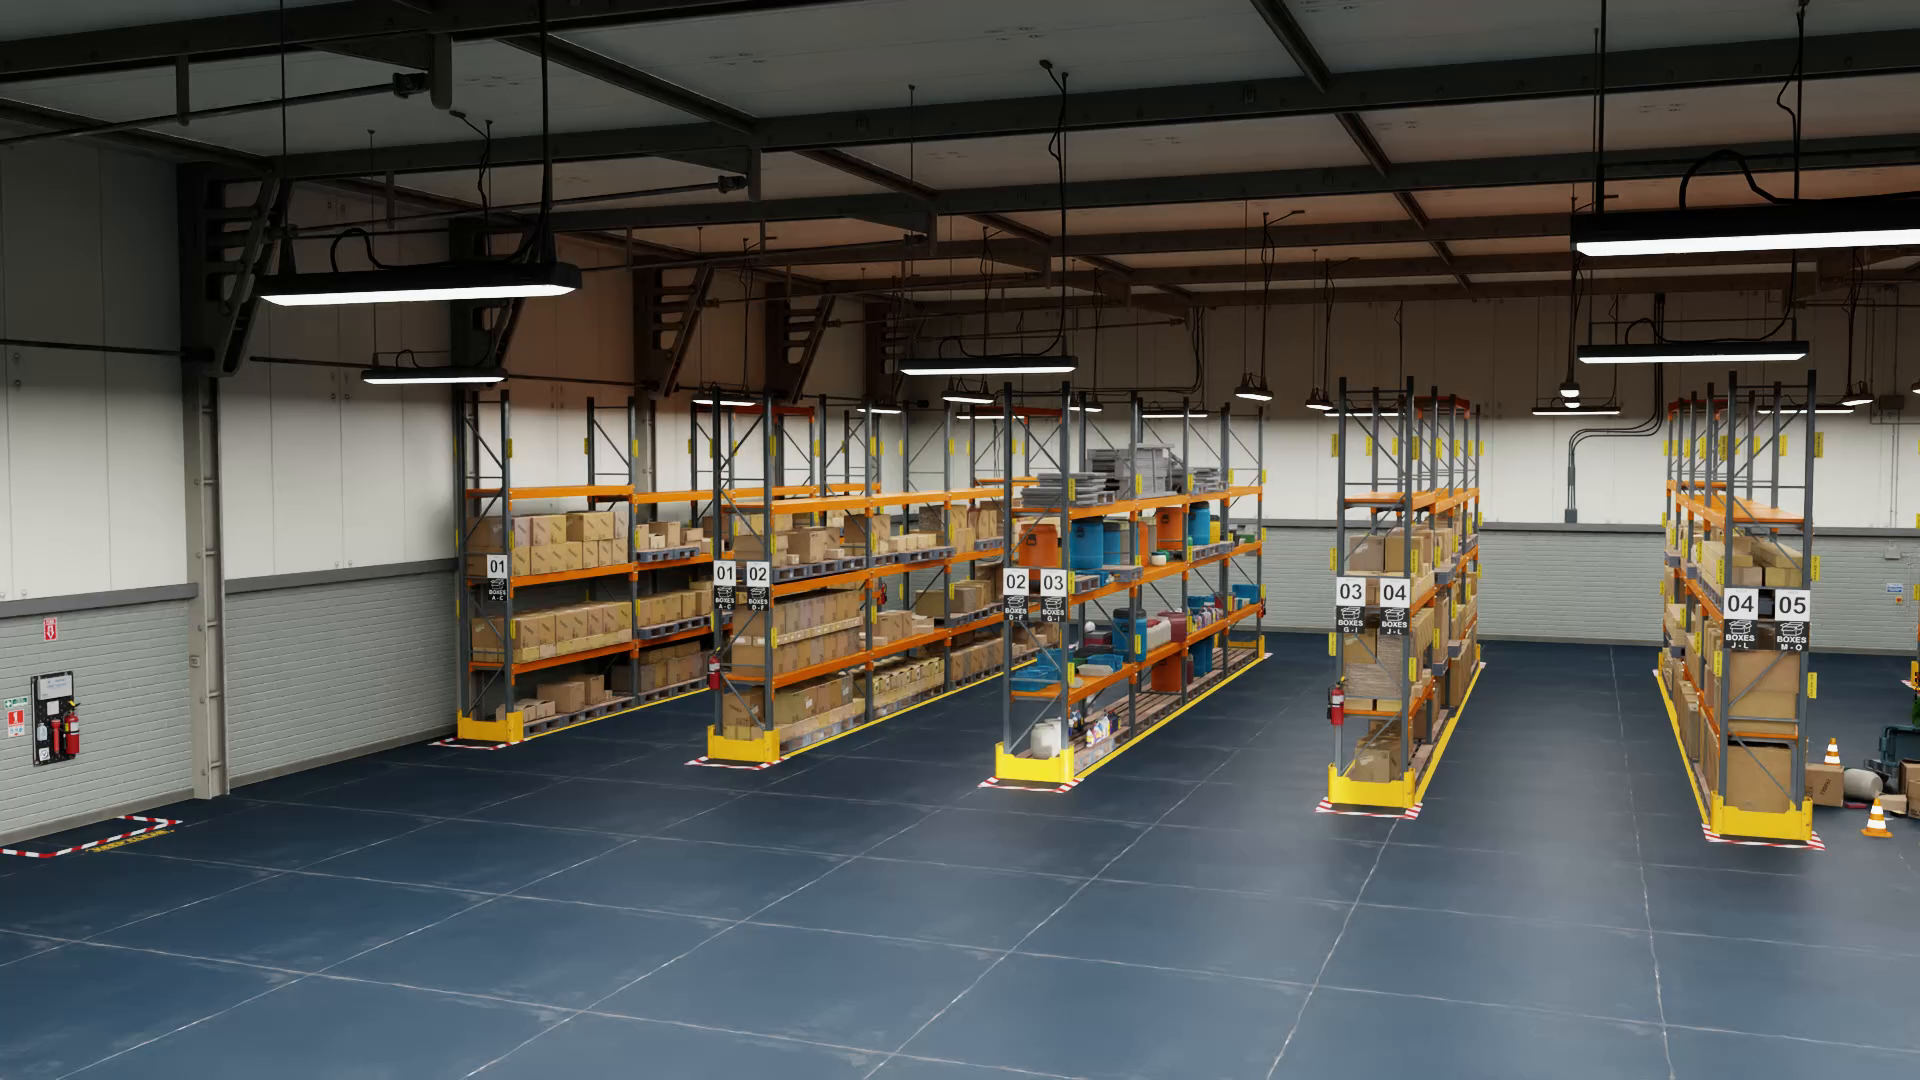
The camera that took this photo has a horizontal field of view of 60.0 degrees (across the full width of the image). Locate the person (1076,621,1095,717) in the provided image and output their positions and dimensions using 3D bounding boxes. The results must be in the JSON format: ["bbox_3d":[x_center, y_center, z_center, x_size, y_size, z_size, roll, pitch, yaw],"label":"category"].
[{"bbox_3d":[2.395,2.401,30.941,0.562,1.784,0.538,0,3,-4],"label":"person"}]

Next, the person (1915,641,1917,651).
[{"bbox_3d":[21.736,2.125,37.294,0.460,1.699,0.502,0,3,8],"label":"person"}]

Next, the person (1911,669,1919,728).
[{"bbox_3d":[15.925,2.621,27.210,0.511,1.806,0.543,0,3,7],"label":"person"}]
